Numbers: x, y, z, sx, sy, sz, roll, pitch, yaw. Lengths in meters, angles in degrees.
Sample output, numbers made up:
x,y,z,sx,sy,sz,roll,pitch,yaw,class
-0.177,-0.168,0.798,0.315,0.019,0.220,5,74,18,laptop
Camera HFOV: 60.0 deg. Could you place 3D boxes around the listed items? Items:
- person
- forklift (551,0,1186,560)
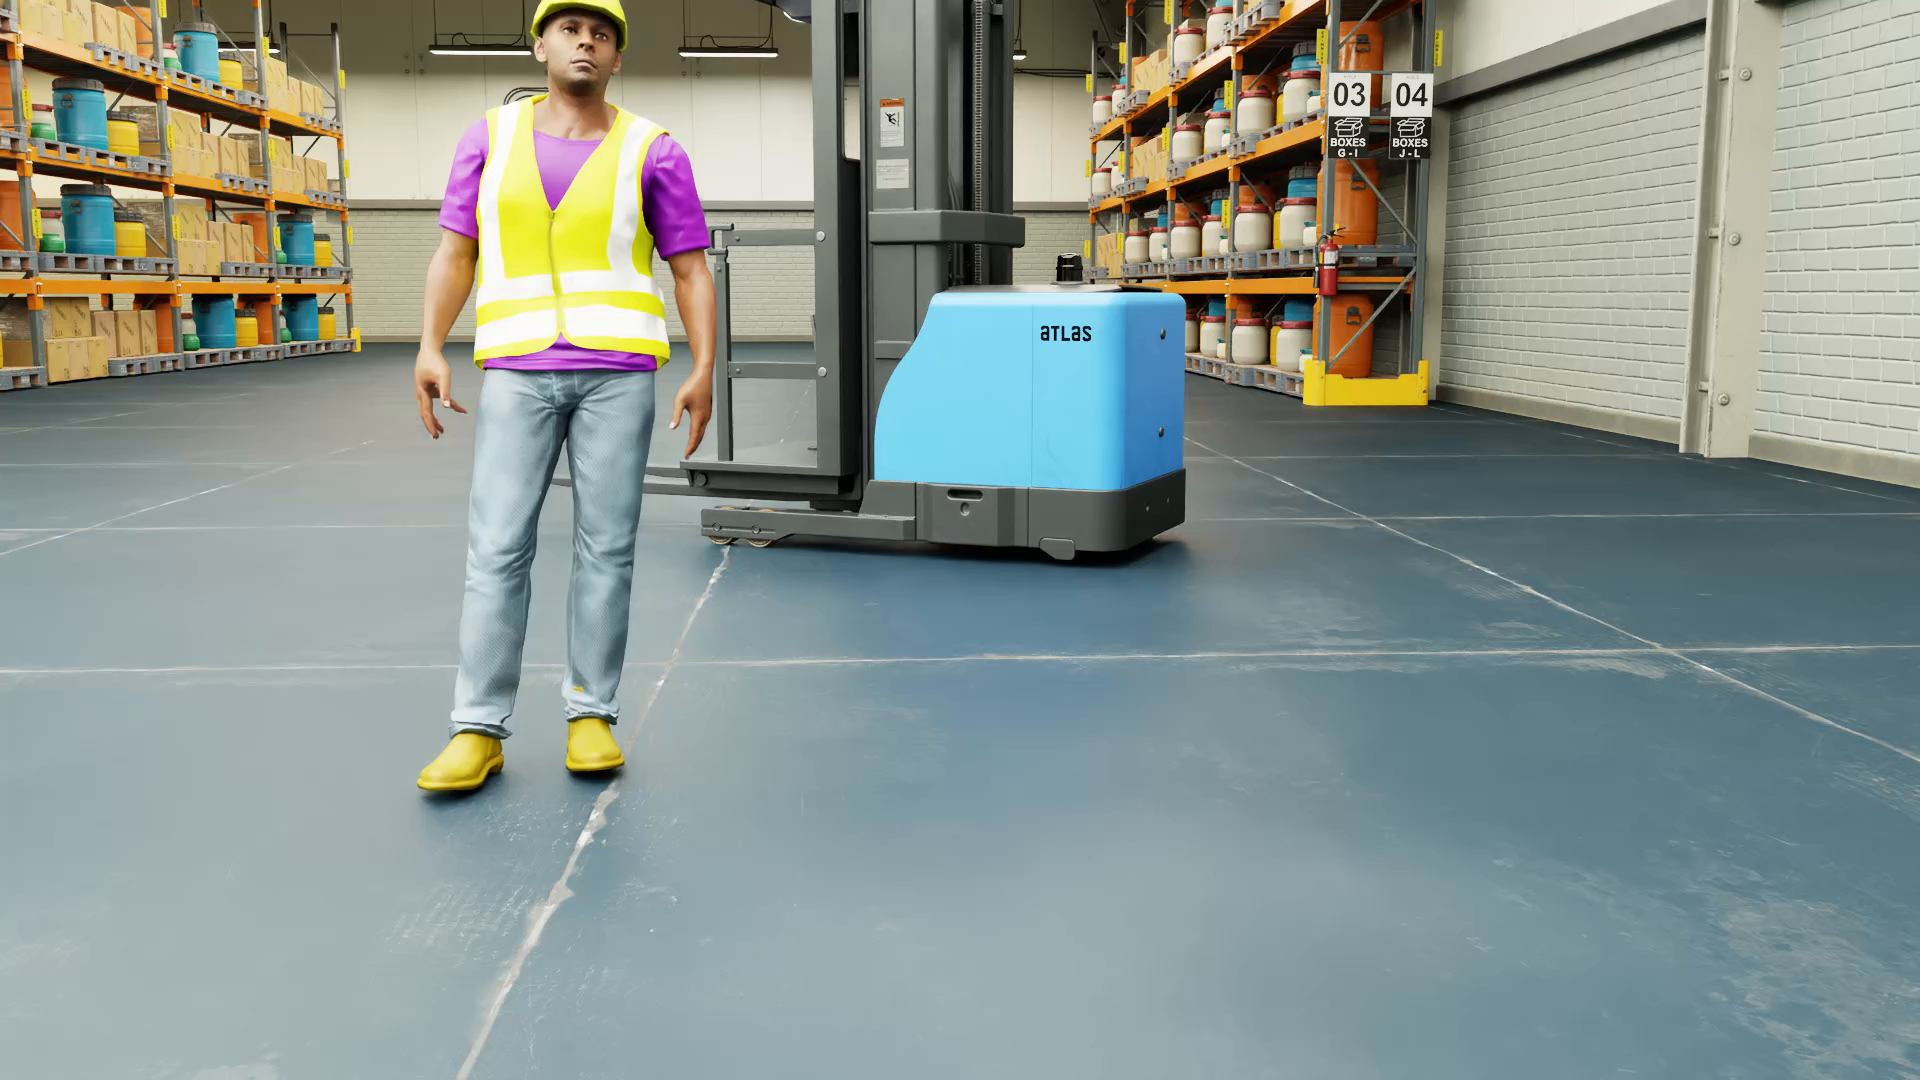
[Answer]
x,y,z,sx,sy,sz,roll,pitch,yaw,class
-0.877,-0.364,3.697,0.665,1.765,0.577,-1,8,-6,person
-0.570,-1.485,7.334,3.031,2.935,1.130,4,9,23,forklift
